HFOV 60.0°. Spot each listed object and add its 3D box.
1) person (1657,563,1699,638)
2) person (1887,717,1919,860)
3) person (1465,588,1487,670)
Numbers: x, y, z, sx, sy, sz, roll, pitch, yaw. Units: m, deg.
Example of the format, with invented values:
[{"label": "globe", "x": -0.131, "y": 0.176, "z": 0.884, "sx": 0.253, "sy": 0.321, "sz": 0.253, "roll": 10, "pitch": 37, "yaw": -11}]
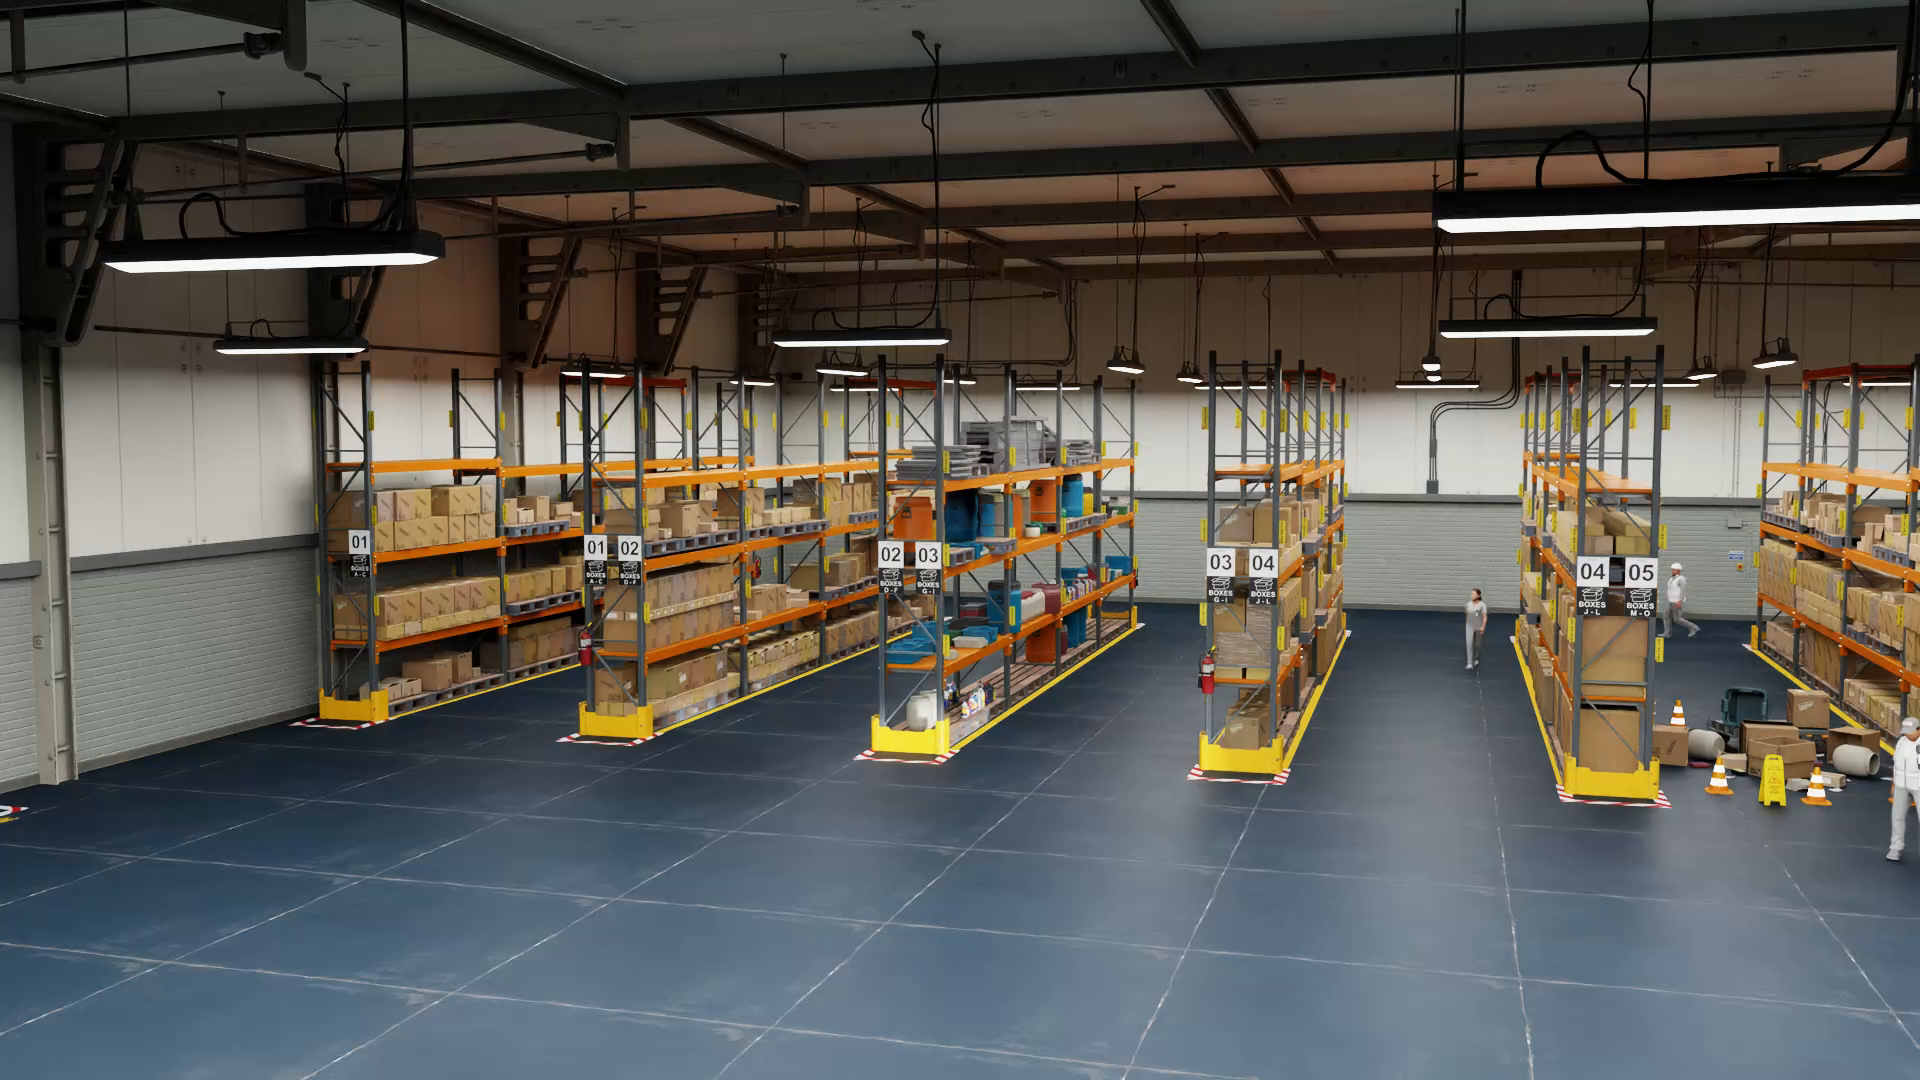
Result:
[{"label": "person", "x": 16.479, "y": 1.397, "z": 38.189, "sx": 0.826, "sy": 1.739, "sz": 0.569, "roll": 1, "pitch": 4, "yaw": 11}, {"label": "person", "x": 10.822, "y": 2.830, "z": 18.844, "sx": 0.435, "sy": 1.659, "sz": 0.579, "roll": -2, "pitch": 5, "yaw": -29}, {"label": "person", "x": 10.401, "y": 1.784, "z": 33.522, "sx": 0.426, "sy": 1.613, "sz": 1.039, "roll": 1, "pitch": 4, "yaw": 16}]
